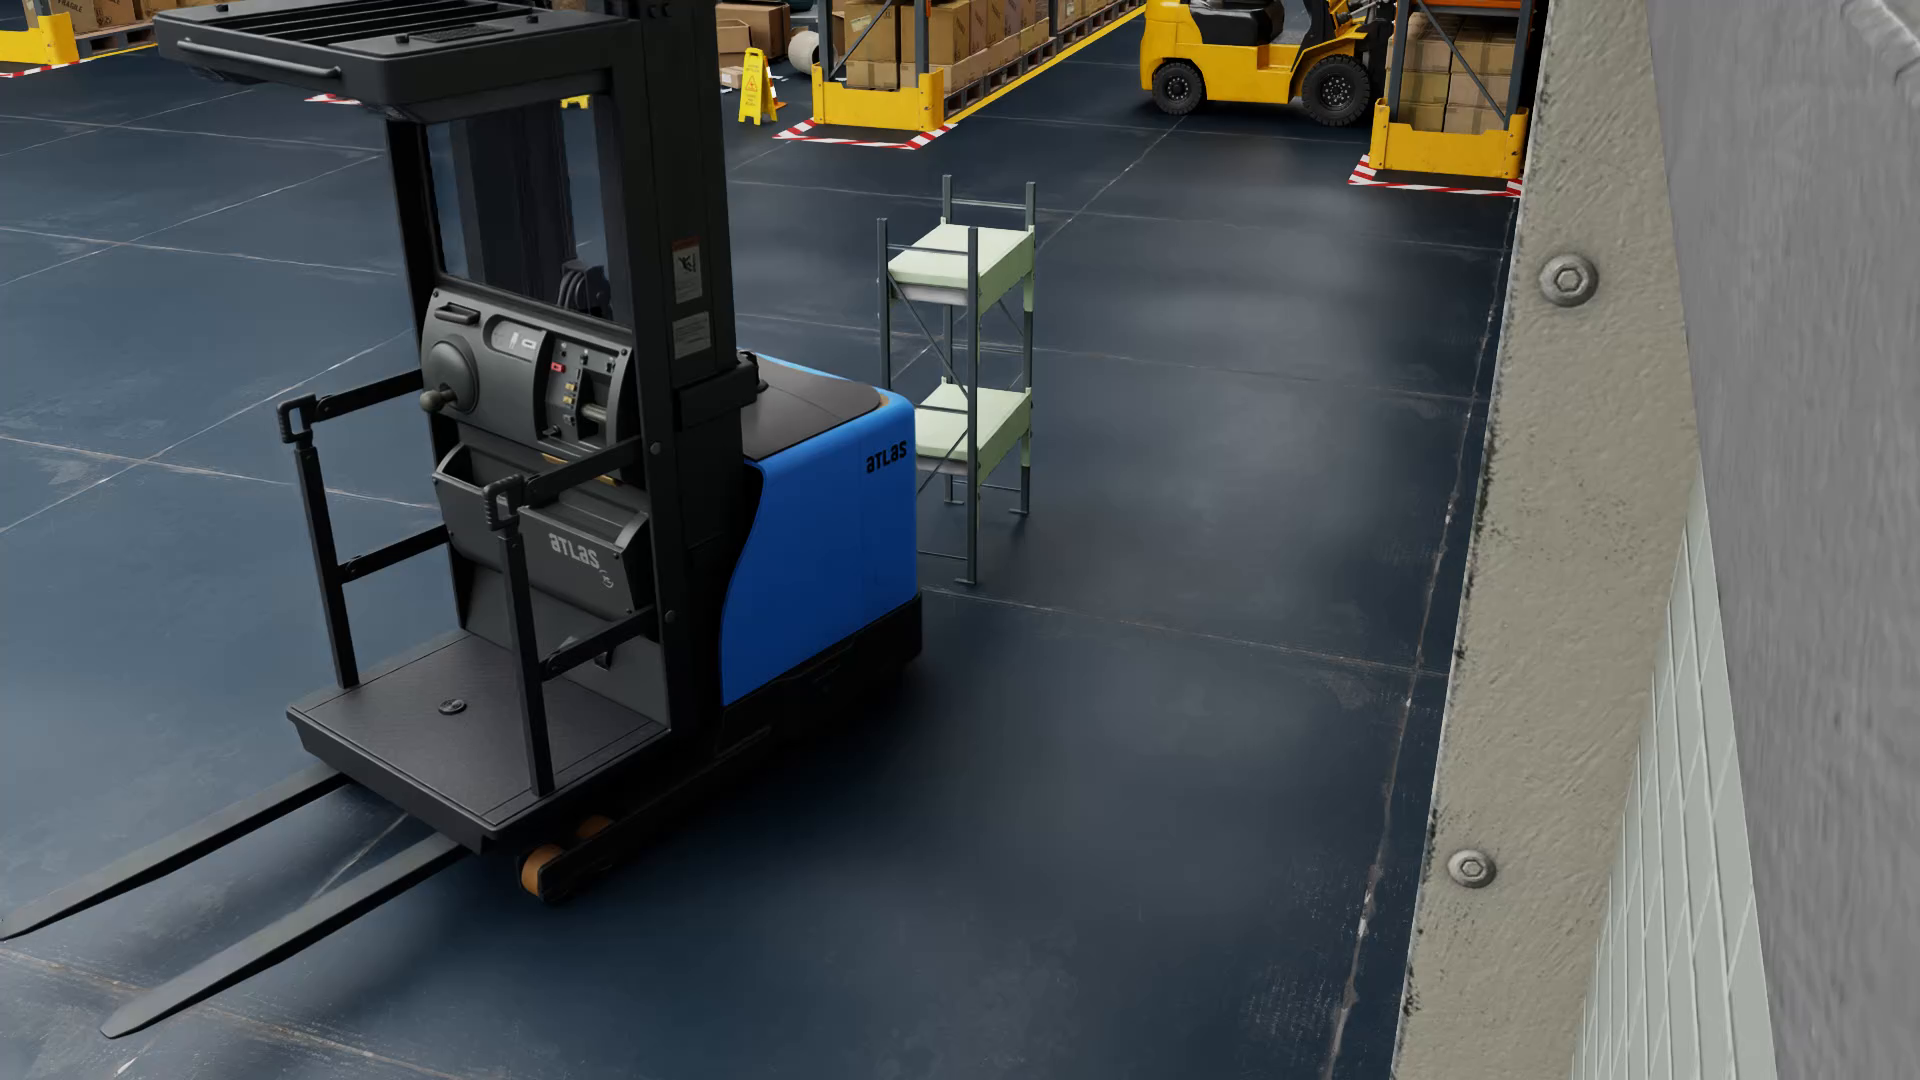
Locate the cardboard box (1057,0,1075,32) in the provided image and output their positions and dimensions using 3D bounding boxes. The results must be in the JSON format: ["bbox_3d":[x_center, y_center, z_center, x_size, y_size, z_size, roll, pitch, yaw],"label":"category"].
[{"bbox_3d":[0.741,-5.945,18.620,0.950,0.372,0.625,9,27,18],"label":"cardboard box"}]

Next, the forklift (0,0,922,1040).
[{"bbox_3d":[-1.449,-0.478,4.874,1.130,2.935,3.031,19,32,34],"label":"forklift"}]

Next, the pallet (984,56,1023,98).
[{"bbox_3d":[-0.025,-4.684,16.681,1.003,0.211,1.213,9,27,17],"label":"pallet"}]

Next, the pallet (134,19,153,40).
[{"bbox_3d":[-9.371,-6.121,19.649,1.003,0.211,1.213,9,27,17],"label":"pallet"}]

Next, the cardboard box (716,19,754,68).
[{"bbox_3d":[-2.565,-5.044,17.091,0.797,0.503,0.637,-9,27,-18],"label":"cardboard box"}]

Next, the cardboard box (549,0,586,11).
[{"bbox_3d":[-4.704,-6.013,18.182,0.875,0.875,0.875,9,27,18],"label":"cardboard box"}]

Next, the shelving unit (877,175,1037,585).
[{"bbox_3d":[-0.002,-0.672,6.917,0.431,1.500,0.755,9,27,17],"label":"shelving unit"}]

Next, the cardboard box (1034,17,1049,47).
[{"bbox_3d":[0.626,-5.392,17.619,0.500,0.250,0.500,10,28,20],"label":"cardboard box"}]

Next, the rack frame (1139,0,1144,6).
[{"bbox_3d":[1.900,-8.367,21.088,1.000,3.000,0.127,9,27,17],"label":"rack frame"}]

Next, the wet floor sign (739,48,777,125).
[{"bbox_3d":[-1.834,-4.097,14.970,0.267,0.644,0.232,20,32,35],"label":"wet floor sign"}]

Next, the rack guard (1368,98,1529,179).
[{"bbox_3d":[3.912,-3.226,13.339,1.175,0.500,0.348,9,27,17],"label":"rack guard"}]

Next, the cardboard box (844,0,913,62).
[{"bbox_3d":[-0.741,-4.735,15.400,0.500,0.500,0.500,9,27,18],"label":"cardboard box"}]

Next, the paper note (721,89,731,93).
[{"bbox_3d":[-2.325,-4.420,16.344,0.148,0.019,0.142,0,26,-1],"label":"paper note"}]

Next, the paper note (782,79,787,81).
[{"bbox_3d":[-1.781,-4.676,16.896,0.032,0.001,0.123,9,27,17],"label":"paper note"}]

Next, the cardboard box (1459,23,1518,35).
[{"bbox_3d":[4.421,-4.138,13.881,0.500,0.250,0.500,9,27,18],"label":"cardboard box"}]

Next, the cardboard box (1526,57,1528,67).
[{"bbox_3d":[5.280,-4.727,16.245,0.500,0.250,0.500,9,27,18],"label":"cardboard box"}]

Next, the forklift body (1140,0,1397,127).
[{"bbox_3d":[2.831,-5.023,15.155,2.313,2.155,1.214,9,27,17],"label":"forklift body"}]

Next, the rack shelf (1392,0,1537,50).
[{"bbox_3d":[4.586,-4.859,14.669,1.077,0.370,4.000,9,27,17],"label":"rack shelf"}]

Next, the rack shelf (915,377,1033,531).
[{"bbox_3d":[-0.002,-0.379,7.060,0.431,0.370,0.720,9,27,17],"label":"rack shelf"}]

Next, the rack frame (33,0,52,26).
[{"bbox_3d":[-10.107,-6.516,17.266,1.000,3.000,0.127,9,27,17],"label":"rack frame"}]

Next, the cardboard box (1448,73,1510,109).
[{"bbox_3d":[4.272,-3.700,13.550,0.500,0.250,0.500,9,27,18],"label":"cardboard box"}]

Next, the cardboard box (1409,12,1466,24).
[{"bbox_3d":[4.102,-4.416,14.455,0.500,0.250,0.500,9,27,18],"label":"cardboard box"}]

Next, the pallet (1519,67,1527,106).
[{"bbox_3d":[4.947,-4.429,16.155,1.003,0.211,1.213,9,27,17],"label":"pallet"}]

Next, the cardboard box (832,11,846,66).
[{"bbox_3d":[-1.071,-5.356,17.735,0.500,0.500,0.500,-14,29,-27],"label":"cardboard box"}]

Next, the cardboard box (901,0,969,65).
[{"bbox_3d":[-0.225,-4.669,15.265,0.500,0.500,0.500,8,27,16],"label":"cardboard box"}]

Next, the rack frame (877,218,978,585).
[{"bbox_3d":[-0.124,-0.522,6.607,0.400,1.500,0.023,9,27,17],"label":"rack frame"}]

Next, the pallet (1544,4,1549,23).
[{"bbox_3d":[6.866,-6.695,20.835,1.003,0.211,1.213,9,27,17],"label":"pallet"}]

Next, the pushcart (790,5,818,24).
[{"bbox_3d":[-1.598,-5.853,18.905,1.648,0.377,0.936,0,26,-1],"label":"pushcart"}]

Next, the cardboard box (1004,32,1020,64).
[{"bbox_3d":[0.284,-4.964,16.733,0.500,0.250,0.500,9,27,18],"label":"cardboard box"}]

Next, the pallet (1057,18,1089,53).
[{"bbox_3d":[0.827,-5.788,18.962,1.003,0.211,1.213,9,27,17],"label":"pallet"}]

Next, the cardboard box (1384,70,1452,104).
[{"bbox_3d":[3.787,-3.783,13.720,0.500,0.250,0.500,8,27,17],"label":"cardboard box"}]

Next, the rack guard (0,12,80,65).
[{"bbox_3d":[-10.082,-5.422,17.875,1.175,0.500,0.348,9,27,17],"label":"rack guard"}]

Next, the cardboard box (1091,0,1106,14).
[{"bbox_3d":[1.207,-6.527,19.822,0.950,0.372,0.625,10,27,19],"label":"cardboard box"}]

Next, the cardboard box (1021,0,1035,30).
[{"bbox_3d":[0.458,-5.521,17.023,0.500,0.500,0.500,9,27,18],"label":"cardboard box"}]

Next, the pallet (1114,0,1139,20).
[{"bbox_3d":[1.639,-6.791,21.033,1.003,0.211,1.213,9,27,17],"label":"pallet"}]

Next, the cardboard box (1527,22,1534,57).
[{"bbox_3d":[5.129,-4.737,15.692,0.500,0.250,0.500,9,27,18],"label":"cardboard box"}]

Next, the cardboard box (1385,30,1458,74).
[{"bbox_3d":[3.779,-3.997,13.589,0.500,0.250,0.500,10,27,19],"label":"cardboard box"}]

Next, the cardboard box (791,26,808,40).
[{"bbox_3d":[-1.726,-5.469,18.240,0.258,0.266,0.396,-9,27,-18],"label":"cardboard box"}]

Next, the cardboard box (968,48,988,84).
[{"bbox_3d":[-0.056,-4.531,15.839,0.500,0.250,0.500,10,27,19],"label":"cardboard box"}]

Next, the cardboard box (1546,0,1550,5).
[{"bbox_3d":[6.987,-6.845,20.332,0.500,0.500,0.500,10,28,19],"label":"cardboard box"}]

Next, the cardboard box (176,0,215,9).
[{"bbox_3d":[-9.263,-6.562,19.748,0.500,0.500,0.500,6,27,13],"label":"cardboard box"}]

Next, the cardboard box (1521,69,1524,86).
[{"bbox_3d":[4.945,-4.313,15.389,0.500,0.250,0.500,9,27,18],"label":"cardboard box"}]

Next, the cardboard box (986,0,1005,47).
[{"bbox_3d":[0.119,-5.090,16.133,0.500,0.500,0.500,9,27,18],"label":"cardboard box"}]

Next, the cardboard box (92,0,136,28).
[{"bbox_3d":[-9.717,-6.085,18.762,0.500,0.500,0.500,17,30,31],"label":"cardboard box"}]

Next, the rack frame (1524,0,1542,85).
[{"bbox_3d":[5.251,-6.005,16.210,1.000,3.000,0.127,9,27,17],"label":"rack frame"}]

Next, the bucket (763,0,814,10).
[{"bbox_3d":[-2.004,-6.220,18.666,0.726,0.611,0.620,20,22,35],"label":"bucket"}]
